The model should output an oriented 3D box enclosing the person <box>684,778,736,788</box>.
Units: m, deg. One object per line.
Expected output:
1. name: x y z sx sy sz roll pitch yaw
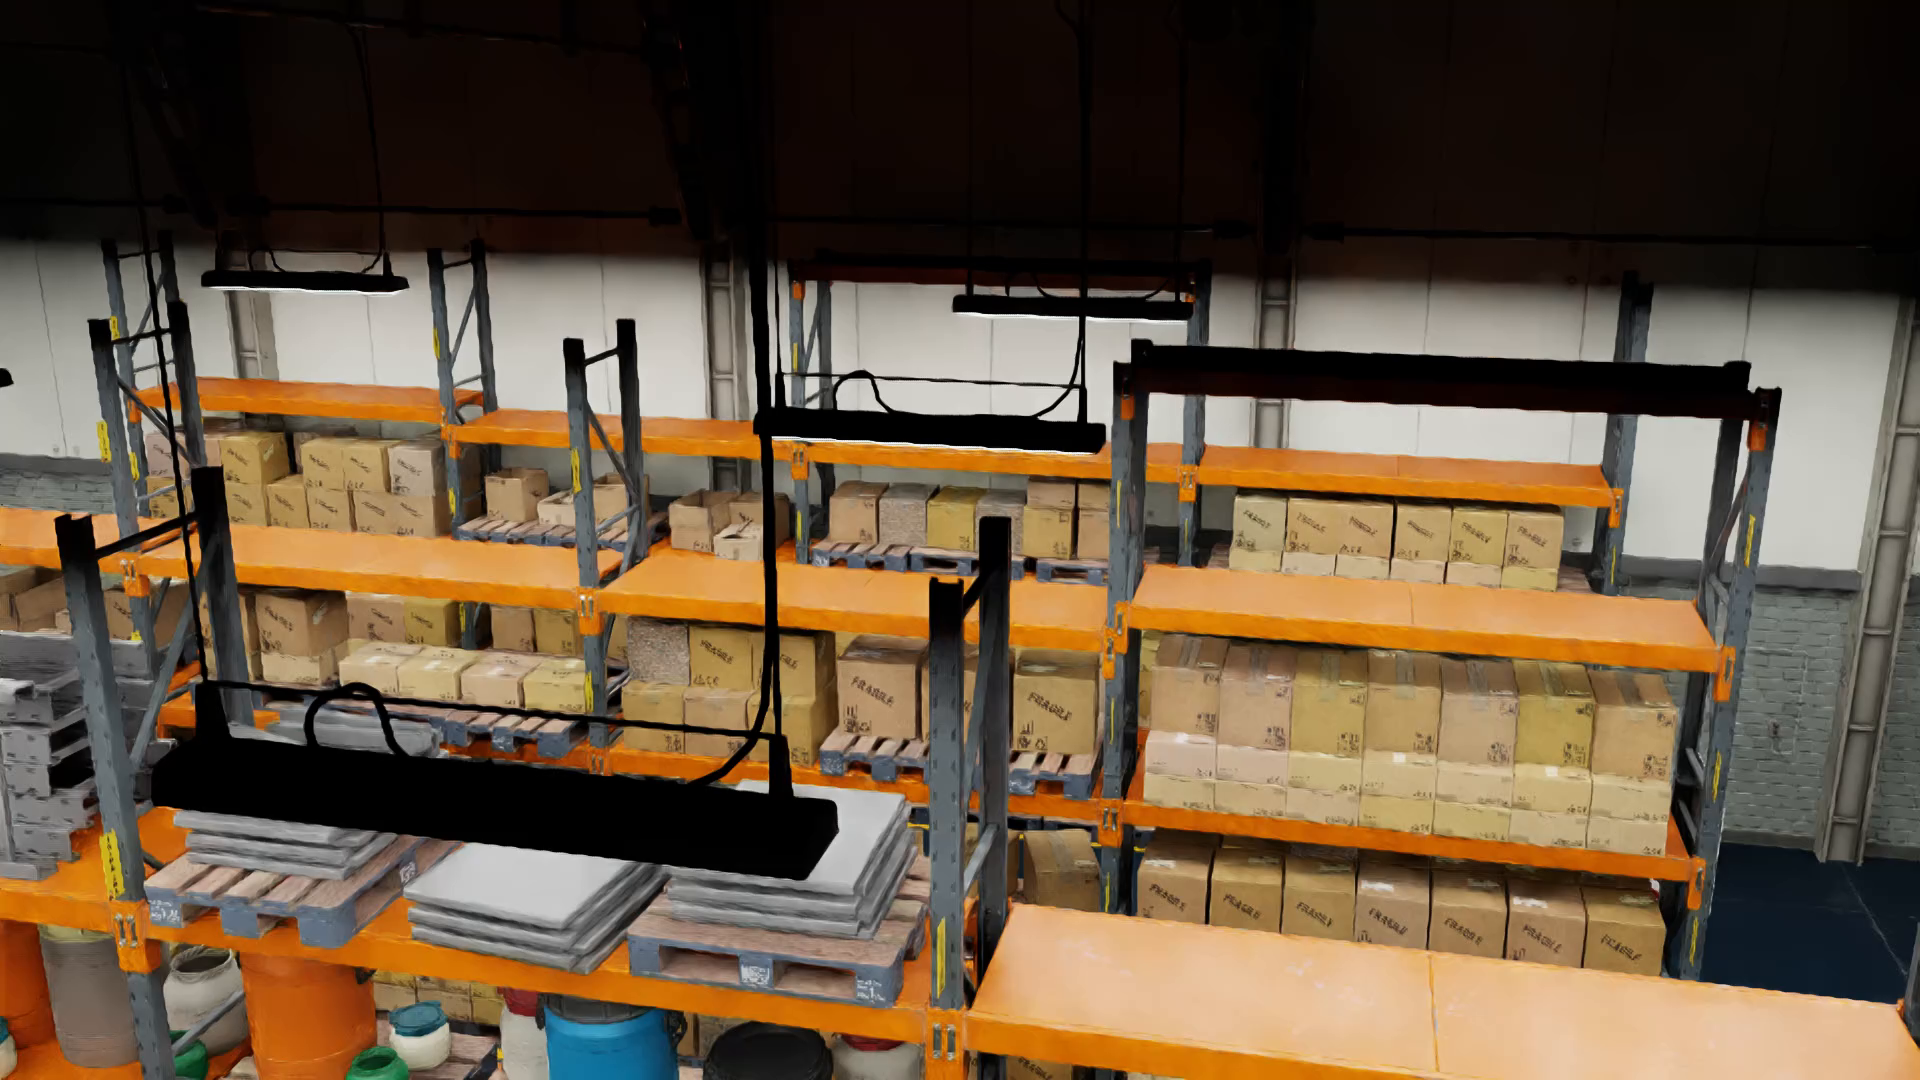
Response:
1. person: -2.476 2.472 16.738 0.626 1.767 0.492 -3 17 -11
